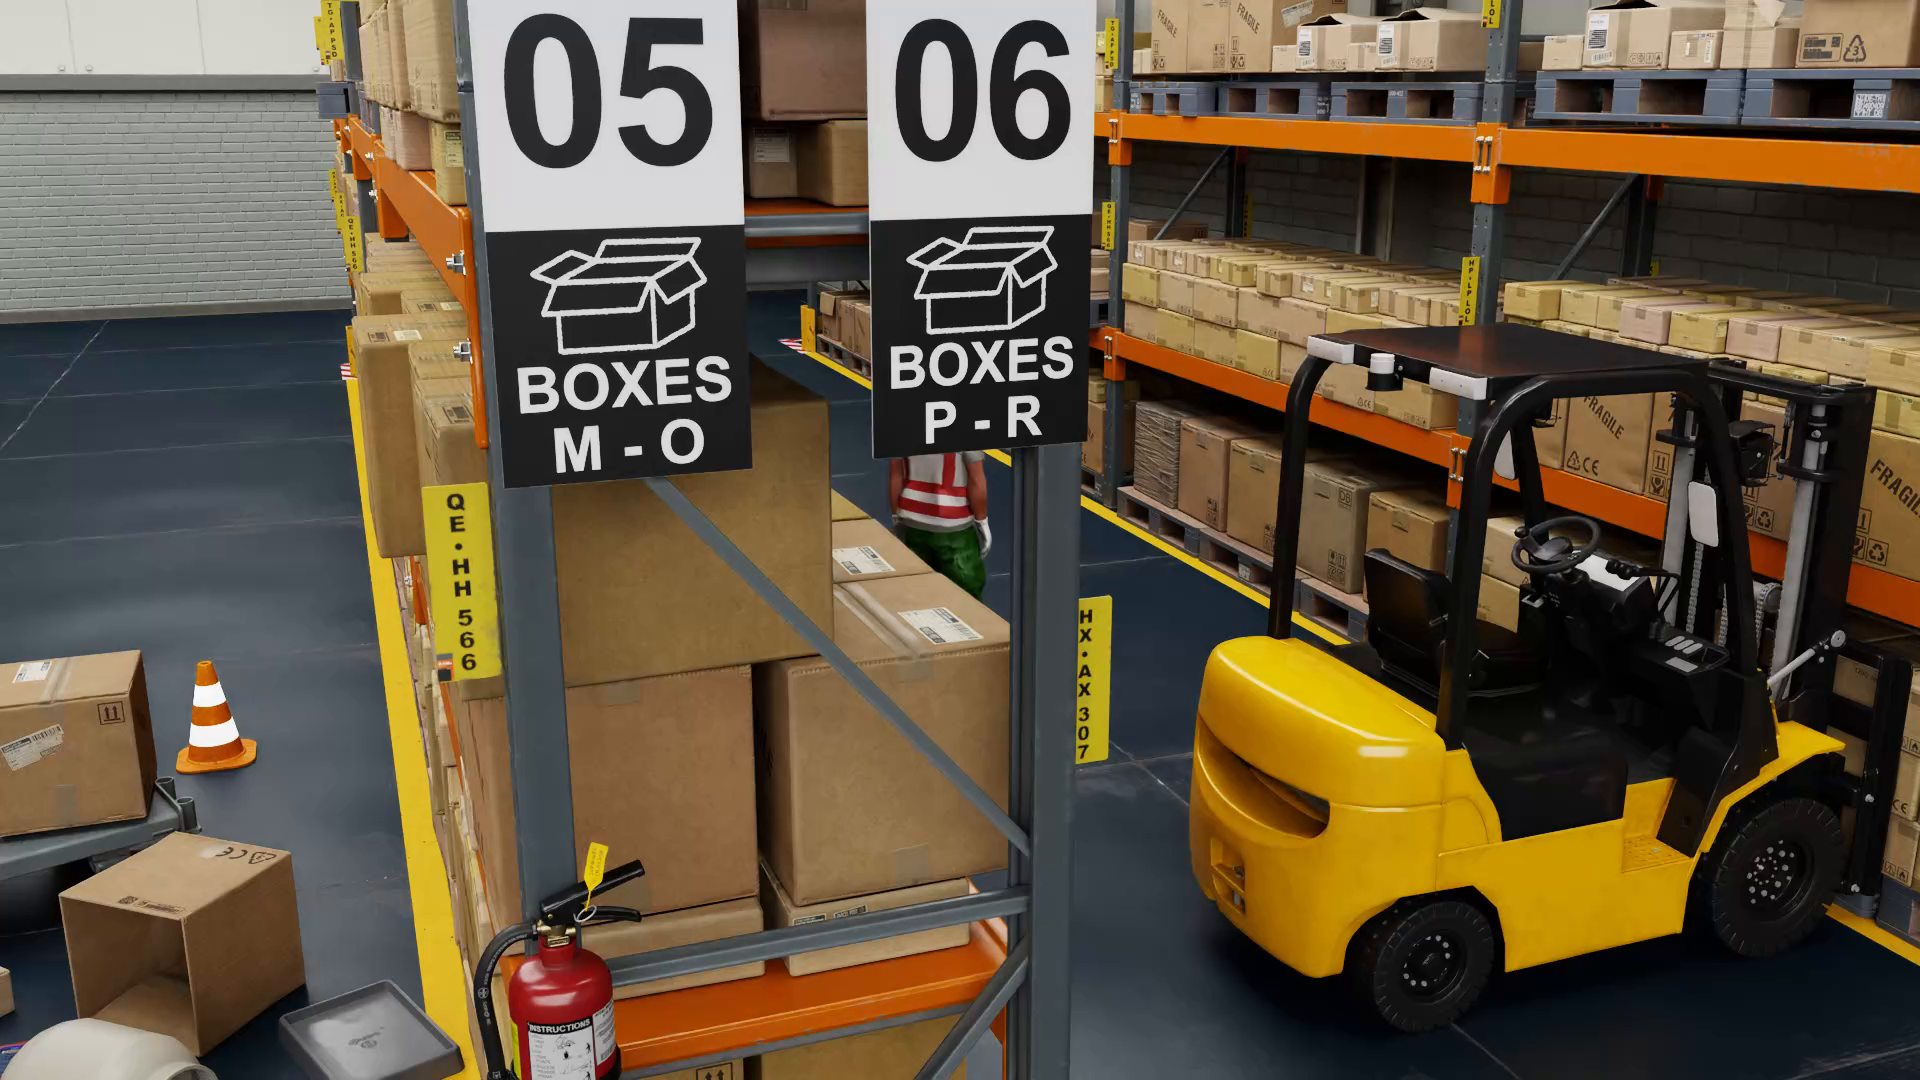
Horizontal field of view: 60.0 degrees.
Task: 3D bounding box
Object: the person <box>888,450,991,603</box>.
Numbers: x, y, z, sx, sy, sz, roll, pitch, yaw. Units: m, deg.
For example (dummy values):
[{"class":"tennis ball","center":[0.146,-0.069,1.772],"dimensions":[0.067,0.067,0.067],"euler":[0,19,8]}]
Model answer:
[{"class":"person","center":[-0.145,-0.054,8.120],"dimensions":[0.582,1.783,0.776],"euler":[10,18,33]}]
